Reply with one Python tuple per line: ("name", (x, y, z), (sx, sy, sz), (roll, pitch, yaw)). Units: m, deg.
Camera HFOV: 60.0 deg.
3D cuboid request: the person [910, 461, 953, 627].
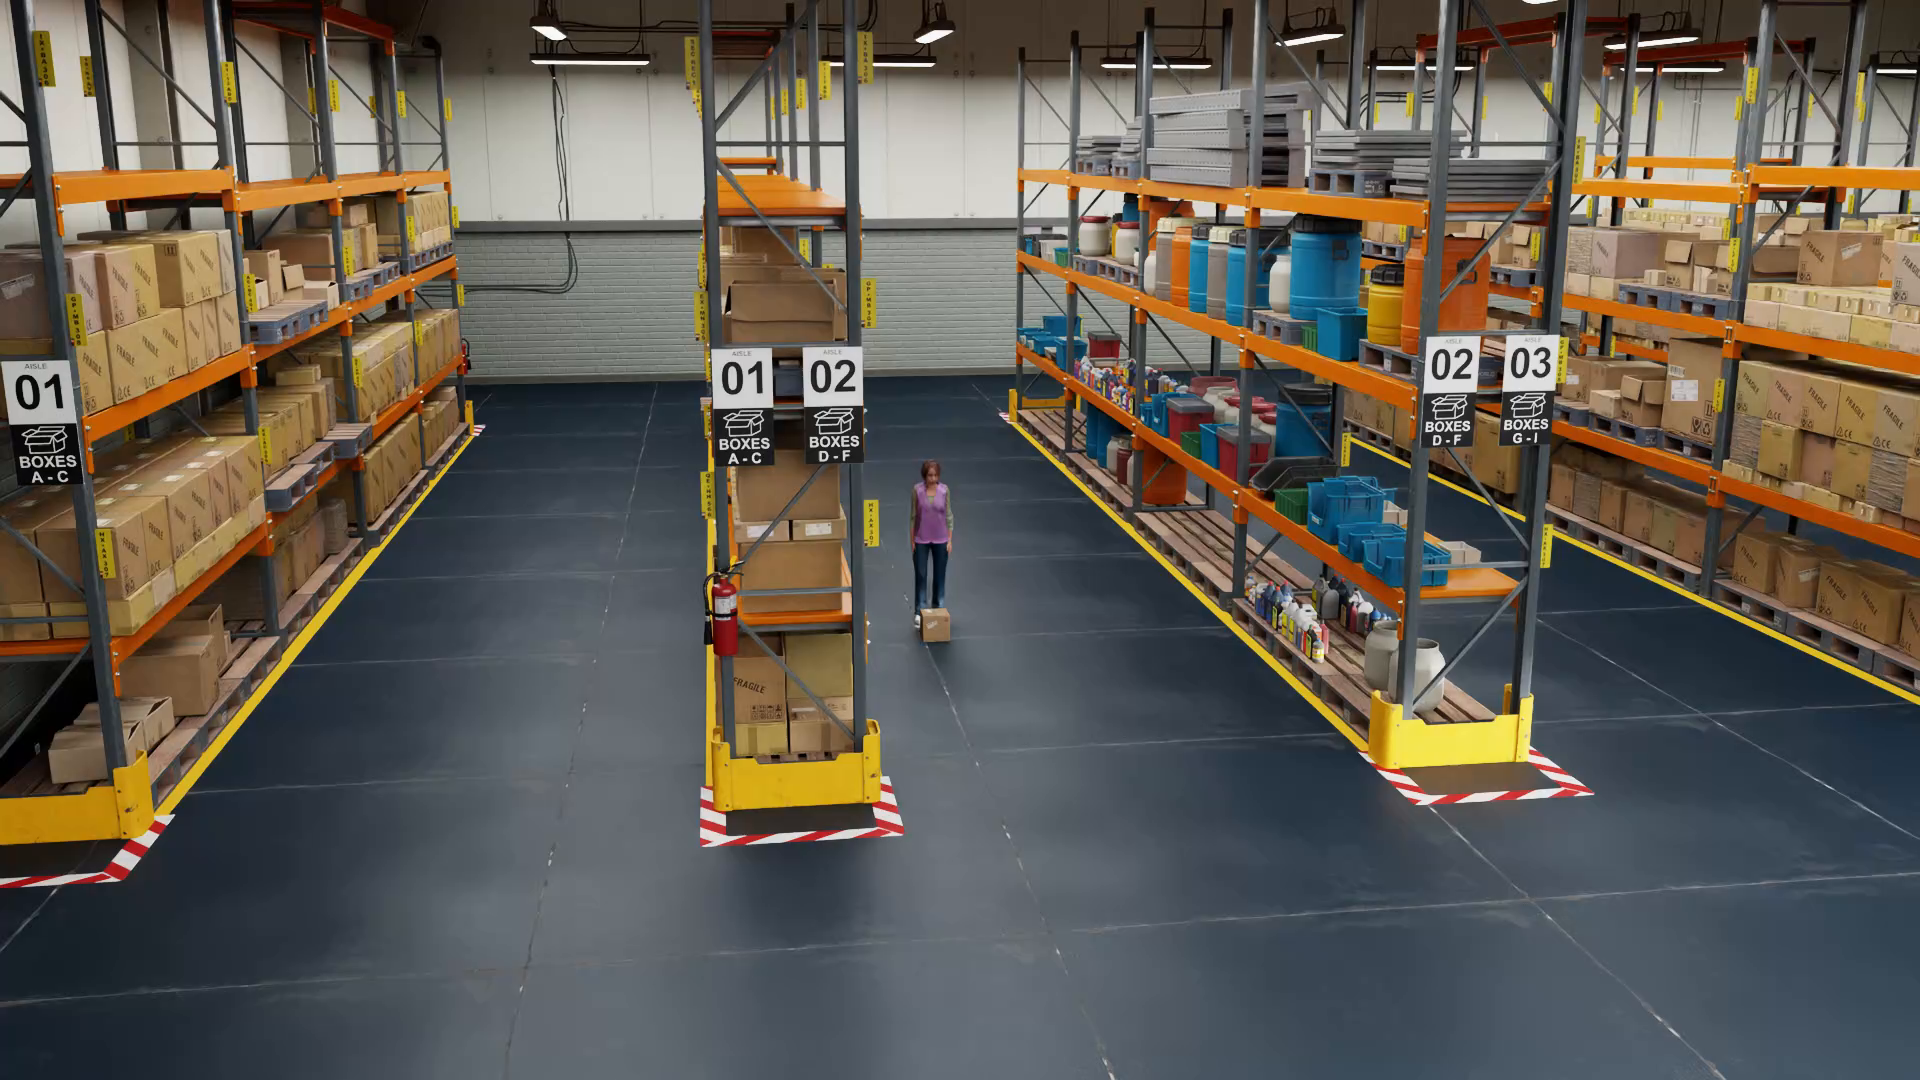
("person", (-0.267, 0.033, 15.864), (0.408, 1.603, 0.309), (-1, 13, -4))
